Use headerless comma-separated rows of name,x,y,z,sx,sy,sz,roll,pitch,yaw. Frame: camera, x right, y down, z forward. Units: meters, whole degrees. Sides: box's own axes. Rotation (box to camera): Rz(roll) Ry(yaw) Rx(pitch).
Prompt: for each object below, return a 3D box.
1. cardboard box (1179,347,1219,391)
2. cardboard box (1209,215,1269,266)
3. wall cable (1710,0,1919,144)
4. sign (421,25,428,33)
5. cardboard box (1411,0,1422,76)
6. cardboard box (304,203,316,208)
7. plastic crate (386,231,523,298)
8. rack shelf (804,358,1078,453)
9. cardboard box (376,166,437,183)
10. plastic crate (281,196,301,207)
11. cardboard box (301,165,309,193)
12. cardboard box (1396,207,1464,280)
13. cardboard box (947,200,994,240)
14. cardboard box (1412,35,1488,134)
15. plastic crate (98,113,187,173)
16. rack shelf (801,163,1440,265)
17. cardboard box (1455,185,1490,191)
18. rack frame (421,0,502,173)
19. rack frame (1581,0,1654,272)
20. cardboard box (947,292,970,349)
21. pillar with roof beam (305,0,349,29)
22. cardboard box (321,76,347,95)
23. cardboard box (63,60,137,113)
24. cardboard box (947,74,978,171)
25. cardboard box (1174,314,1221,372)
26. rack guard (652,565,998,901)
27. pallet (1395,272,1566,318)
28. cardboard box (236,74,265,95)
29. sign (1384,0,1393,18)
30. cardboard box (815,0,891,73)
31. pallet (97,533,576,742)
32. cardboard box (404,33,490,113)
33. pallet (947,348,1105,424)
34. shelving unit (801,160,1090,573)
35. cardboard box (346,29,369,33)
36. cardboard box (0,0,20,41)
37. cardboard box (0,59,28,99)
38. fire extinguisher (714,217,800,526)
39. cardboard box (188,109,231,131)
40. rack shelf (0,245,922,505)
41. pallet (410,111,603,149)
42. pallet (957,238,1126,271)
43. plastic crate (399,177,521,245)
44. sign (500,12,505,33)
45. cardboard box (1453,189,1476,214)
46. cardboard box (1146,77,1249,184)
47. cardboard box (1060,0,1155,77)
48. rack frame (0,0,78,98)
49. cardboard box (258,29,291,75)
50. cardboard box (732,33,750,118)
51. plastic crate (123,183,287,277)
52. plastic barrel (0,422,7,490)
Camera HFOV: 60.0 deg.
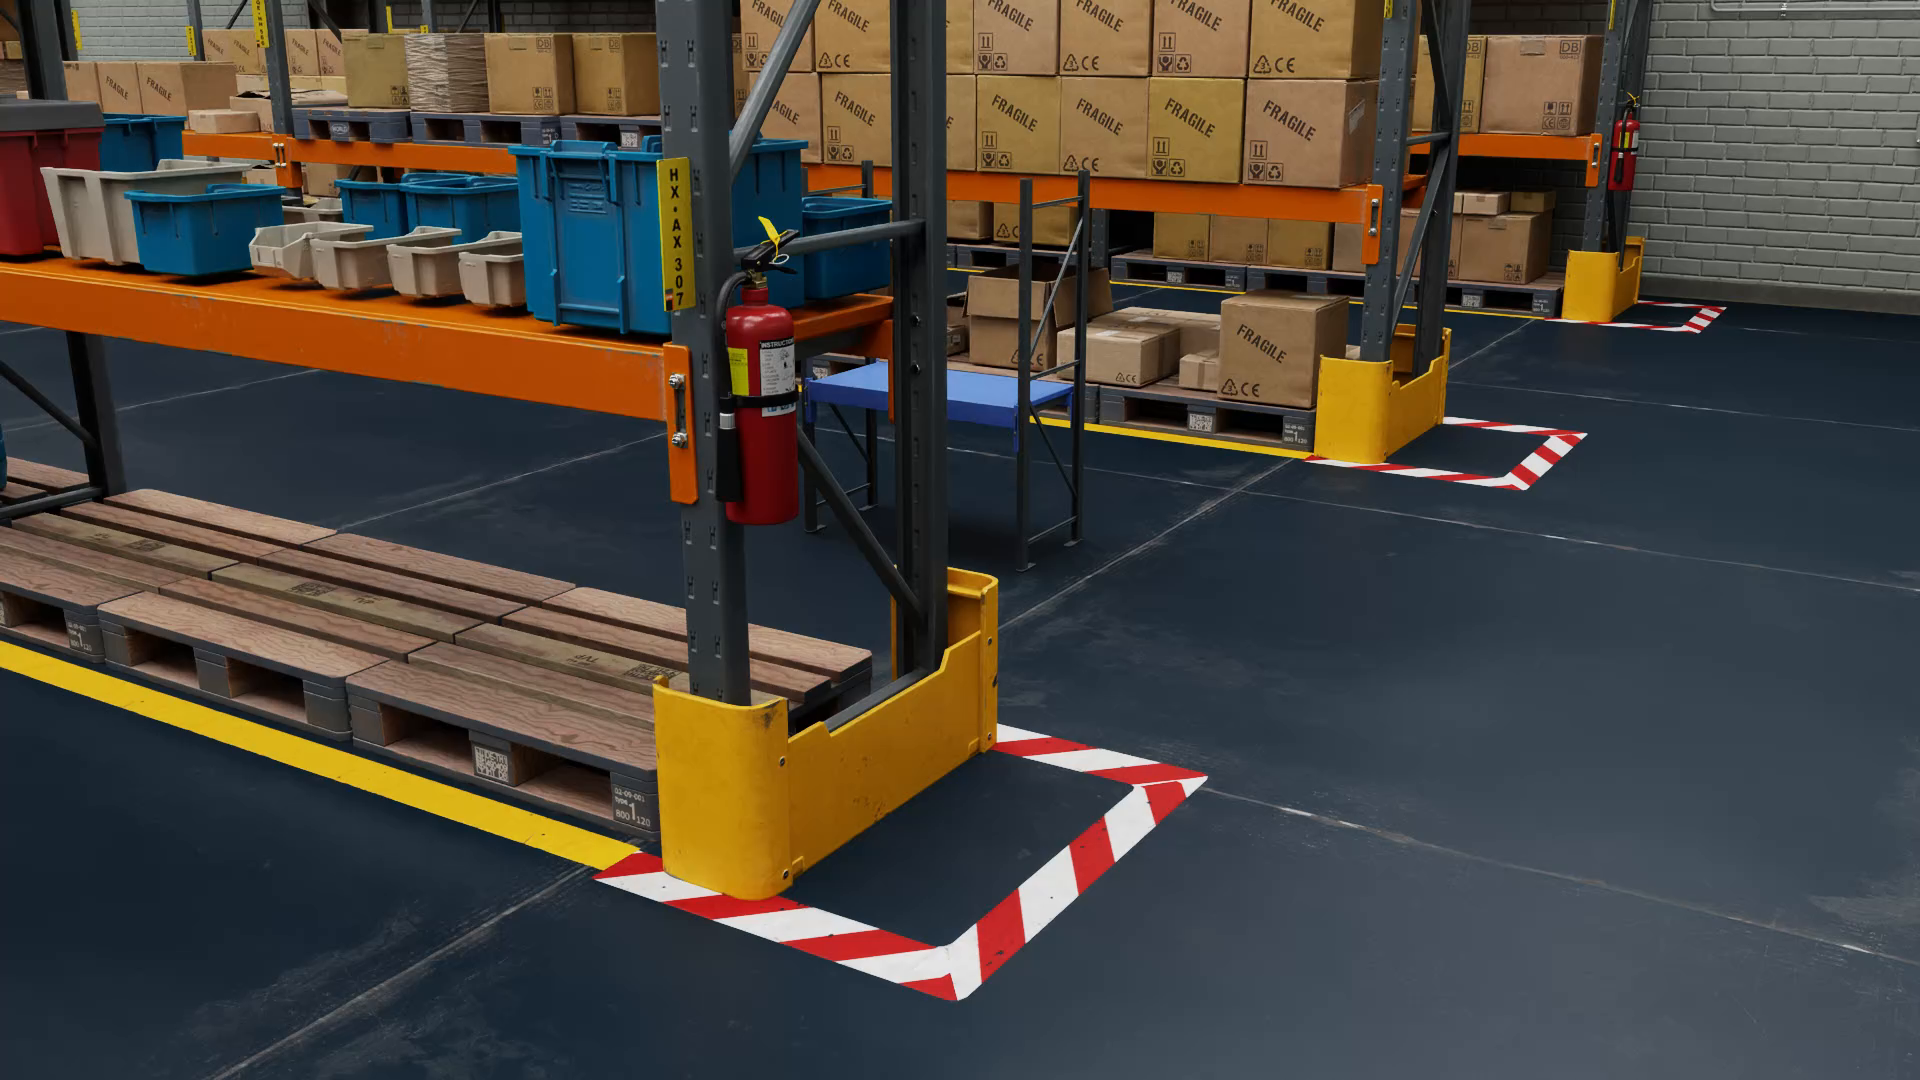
cardboard box,1.360,-0.915,8.849,0.250,0.166,0.380,10,20,30
cardboard box,2.441,-2.579,13.788,0.500,0.500,0.700,10,20,30
wall cable,6.425,-3.707,12.177,1.851,1.984,0.084,10,20,30
sign,-5.664,-5.286,17.631,0.005,0.325,0.100,10,20,30
cardboard box,2.010,-2.613,8.431,0.500,0.500,0.500,11,20,32
cardboard box,-4.860,-2.477,12.919,0.500,0.311,0.500,11,20,32
plastic crate,-1.375,-0.757,4.564,0.243,0.136,0.396,10,20,30
rack shelf,-0.073,-0.558,6.758,1.000,0.185,0.538,10,20,30
cardboard box,-6.292,-4.169,18.990,0.500,0.500,0.500,8,19,26
plastic crate,-2.660,-1.130,5.810,0.590,0.125,0.437,10,20,30
cardboard box,-7.766,-4.325,19.828,0.500,0.311,0.500,12,21,35
cardboard box,3.764,-2.344,13.016,0.500,0.500,0.700,10,20,30
cardboard box,0.050,-3.164,15.111,0.750,0.750,0.750,11,20,32
cardboard box,3.774,-3.508,12.753,0.700,0.700,0.980,10,20,30
plastic crate,-3.178,-1.371,6.158,0.575,0.384,0.392,10,20,30
rack shelf,0.546,-1.914,9.260,4.000,0.370,1.077,10,20,30
cardboard box,3.970,-2.686,13.025,0.250,0.149,0.380,10,20,30
rack frame,-5.386,-5.007,18.204,0.127,3.000,1.000,10,20,30
rack frame,4.839,-3.182,12.195,0.127,3.000,1.000,10,20,30
cardboard box,0.115,-1.356,10.054,0.500,0.311,0.500,10,20,30
pillar with roof beam,-9.999,-7.527,16.179,0.400,9.000,9.100,10,20,30
cardboard box,-6.805,-5.092,18.708,0.500,0.250,0.500,10,20,30
cardboard box,-6.881,-3.626,13.487,0.500,0.500,0.500,12,21,34
cardboard box,-0.004,-2.312,9.159,0.500,0.500,0.500,10,20,30
cardboard box,1.509,-1.078,9.243,0.500,0.250,0.500,10,20,30
rack guard,-0.318,0.468,4.479,0.348,0.500,1.175,10,20,30
pallet,4.117,-1.950,12.936,1.213,0.211,1.003,10,20,30
cardboard box,-8.095,-5.325,19.474,0.500,0.250,0.500,9,19,28
sign,1.942,-2.525,7.497,0.005,0.325,0.100,10,20,30
cardboard box,-0.464,-2.869,9.274,0.500,0.500,0.500,9,19,28
pallet,-2.063,0.285,5.579,1.213,0.211,1.003,10,20,30
cardboard box,-3.292,-3.166,11.247,0.500,0.500,0.700,15,22,40
pallet,0.470,-0.938,9.607,1.213,0.211,1.003,10,20,30
shelving unit,-0.073,-0.731,6.706,1.048,1.500,0.538,10,20,30
cardboard box,-6.379,-5.373,18.343,0.500,0.500,0.500,10,20,30
cardboard box,-8.357,-4.514,14.177,0.500,0.500,0.700,10,20,30
cardboard box,-8.357,-3.893,14.365,0.500,0.500,0.700,10,19,29
fire extinguisher,-0.455,-0.377,3.736,0.183,0.674,0.296,10,20,30
cardboard box,-5.683,-3.231,12.789,0.250,0.149,0.380,12,21,34
rack shelf,-2.050,-0.688,5.223,4.000,0.370,1.077,10,20,30
pallet,-2.907,-2.785,11.218,1.213,0.211,1.003,10,20,30
pallet,0.734,-2.555,14.928,1.213,0.211,1.003,10,20,30
plastic crate,-1.506,-0.996,5.184,0.300,0.233,0.416,10,20,30
sign,-5.099,-5.699,18.490,0.005,0.325,0.100,10,20,30
cardboard box,3.767,-2.592,12.715,0.250,0.149,0.380,11,20,32
cardboard box,1.282,-2.081,8.399,0.500,0.500,0.500,10,20,31
cardboard box,0.852,-2.634,8.501,0.500,0.500,0.500,11,20,32
rack frame,-7.976,-3.780,14.163,0.127,3.000,1.000,10,20,30
cardboard box,-7.692,-5.607,19.113,0.500,0.500,0.500,9,19,28
cardboard box,-1.445,-2.939,10.501,0.500,0.500,0.700,4,17,12
plastic crate,-2.230,-0.926,4.952,0.300,0.233,0.416,10,20,30
plastic barrel,-4.209,-0.620,6.650,0.708,0.901,0.600,10,20,30
